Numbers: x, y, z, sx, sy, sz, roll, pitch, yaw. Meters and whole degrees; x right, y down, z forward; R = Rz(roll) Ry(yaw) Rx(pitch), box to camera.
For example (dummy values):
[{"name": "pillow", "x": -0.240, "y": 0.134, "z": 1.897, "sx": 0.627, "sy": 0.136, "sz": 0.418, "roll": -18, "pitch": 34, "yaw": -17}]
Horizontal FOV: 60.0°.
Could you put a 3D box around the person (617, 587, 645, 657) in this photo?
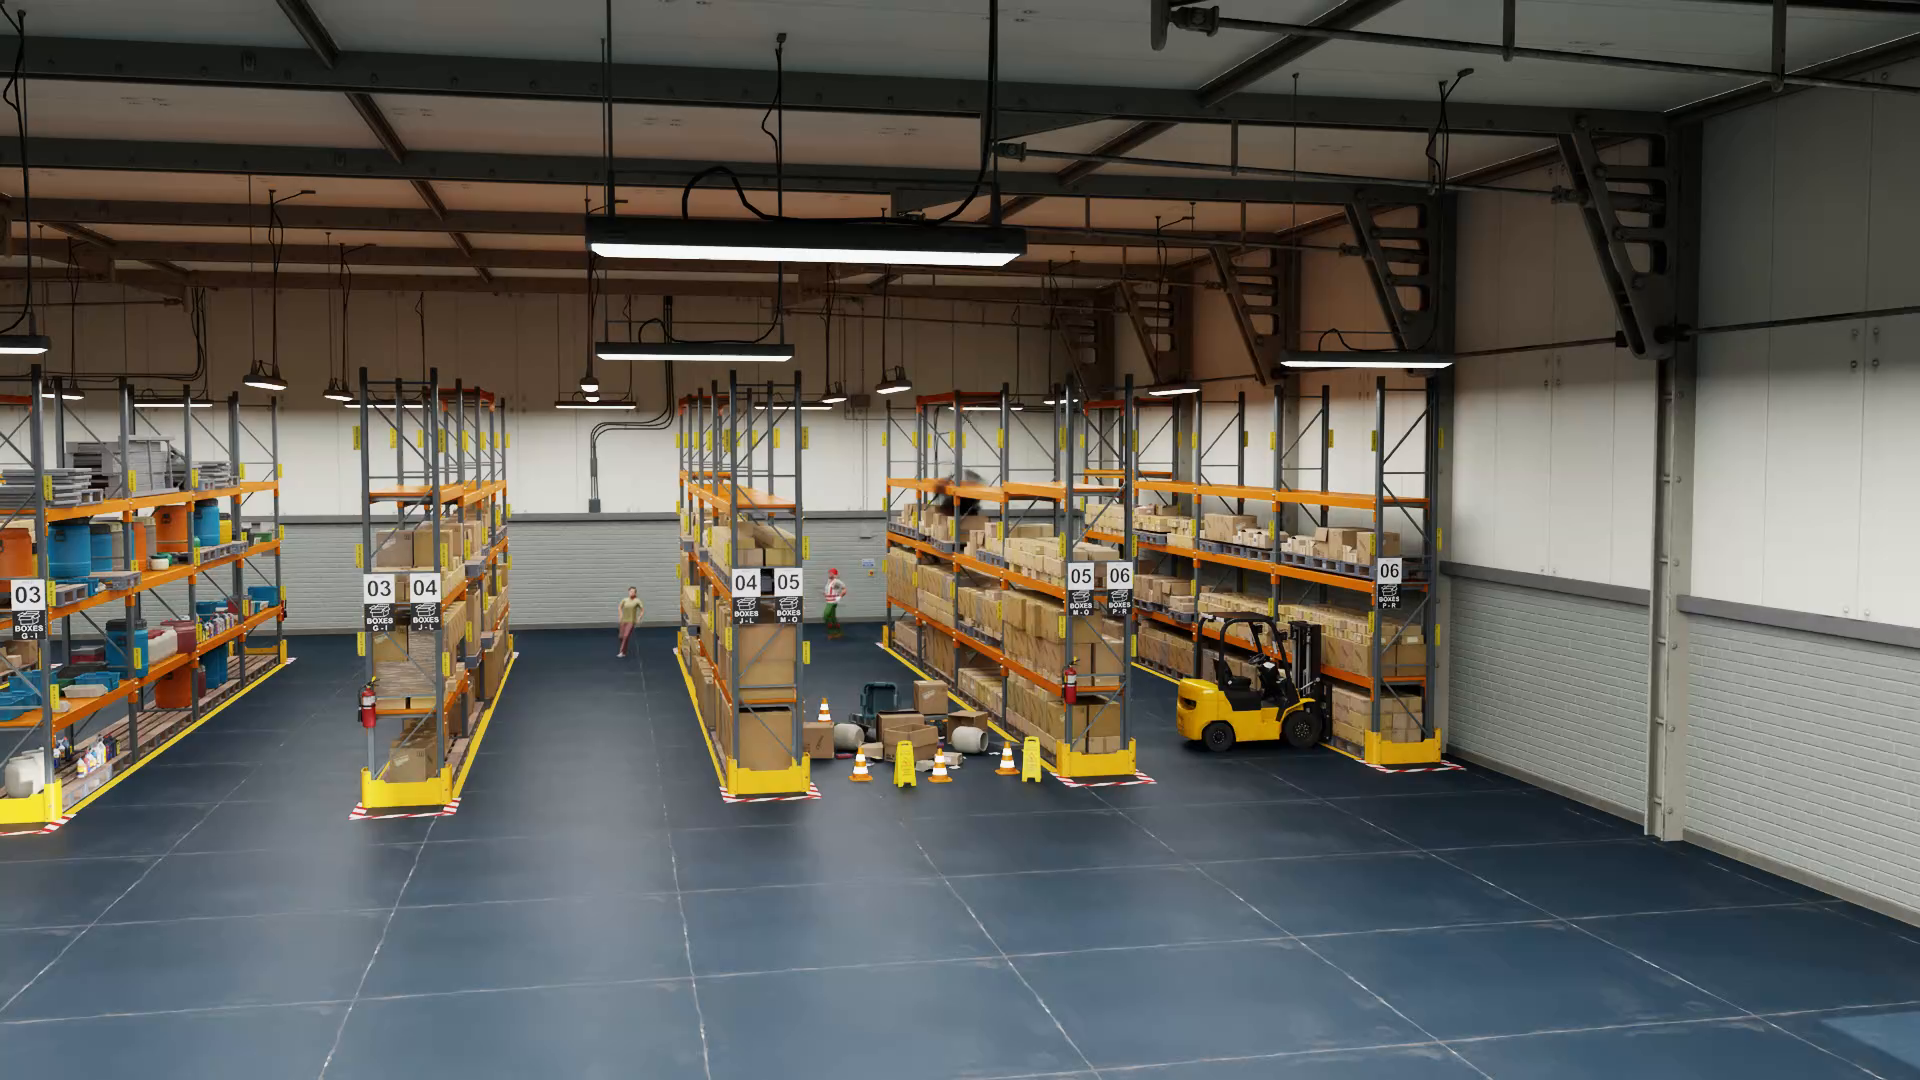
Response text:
[{"name": "person", "x": -7.647, "y": 1.892, "z": 38.649, "sx": 0.644, "sy": 1.622, "sz": 0.662, "roll": 0, "pitch": 3, "yaw": 3}]

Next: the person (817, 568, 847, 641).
[{"name": "person", "x": -3.233, "y": 1.622, "z": 41.803, "sx": 0.705, "sy": 1.824, "sz": 0.632, "roll": -2, "pitch": 4, "yaw": -28}]
